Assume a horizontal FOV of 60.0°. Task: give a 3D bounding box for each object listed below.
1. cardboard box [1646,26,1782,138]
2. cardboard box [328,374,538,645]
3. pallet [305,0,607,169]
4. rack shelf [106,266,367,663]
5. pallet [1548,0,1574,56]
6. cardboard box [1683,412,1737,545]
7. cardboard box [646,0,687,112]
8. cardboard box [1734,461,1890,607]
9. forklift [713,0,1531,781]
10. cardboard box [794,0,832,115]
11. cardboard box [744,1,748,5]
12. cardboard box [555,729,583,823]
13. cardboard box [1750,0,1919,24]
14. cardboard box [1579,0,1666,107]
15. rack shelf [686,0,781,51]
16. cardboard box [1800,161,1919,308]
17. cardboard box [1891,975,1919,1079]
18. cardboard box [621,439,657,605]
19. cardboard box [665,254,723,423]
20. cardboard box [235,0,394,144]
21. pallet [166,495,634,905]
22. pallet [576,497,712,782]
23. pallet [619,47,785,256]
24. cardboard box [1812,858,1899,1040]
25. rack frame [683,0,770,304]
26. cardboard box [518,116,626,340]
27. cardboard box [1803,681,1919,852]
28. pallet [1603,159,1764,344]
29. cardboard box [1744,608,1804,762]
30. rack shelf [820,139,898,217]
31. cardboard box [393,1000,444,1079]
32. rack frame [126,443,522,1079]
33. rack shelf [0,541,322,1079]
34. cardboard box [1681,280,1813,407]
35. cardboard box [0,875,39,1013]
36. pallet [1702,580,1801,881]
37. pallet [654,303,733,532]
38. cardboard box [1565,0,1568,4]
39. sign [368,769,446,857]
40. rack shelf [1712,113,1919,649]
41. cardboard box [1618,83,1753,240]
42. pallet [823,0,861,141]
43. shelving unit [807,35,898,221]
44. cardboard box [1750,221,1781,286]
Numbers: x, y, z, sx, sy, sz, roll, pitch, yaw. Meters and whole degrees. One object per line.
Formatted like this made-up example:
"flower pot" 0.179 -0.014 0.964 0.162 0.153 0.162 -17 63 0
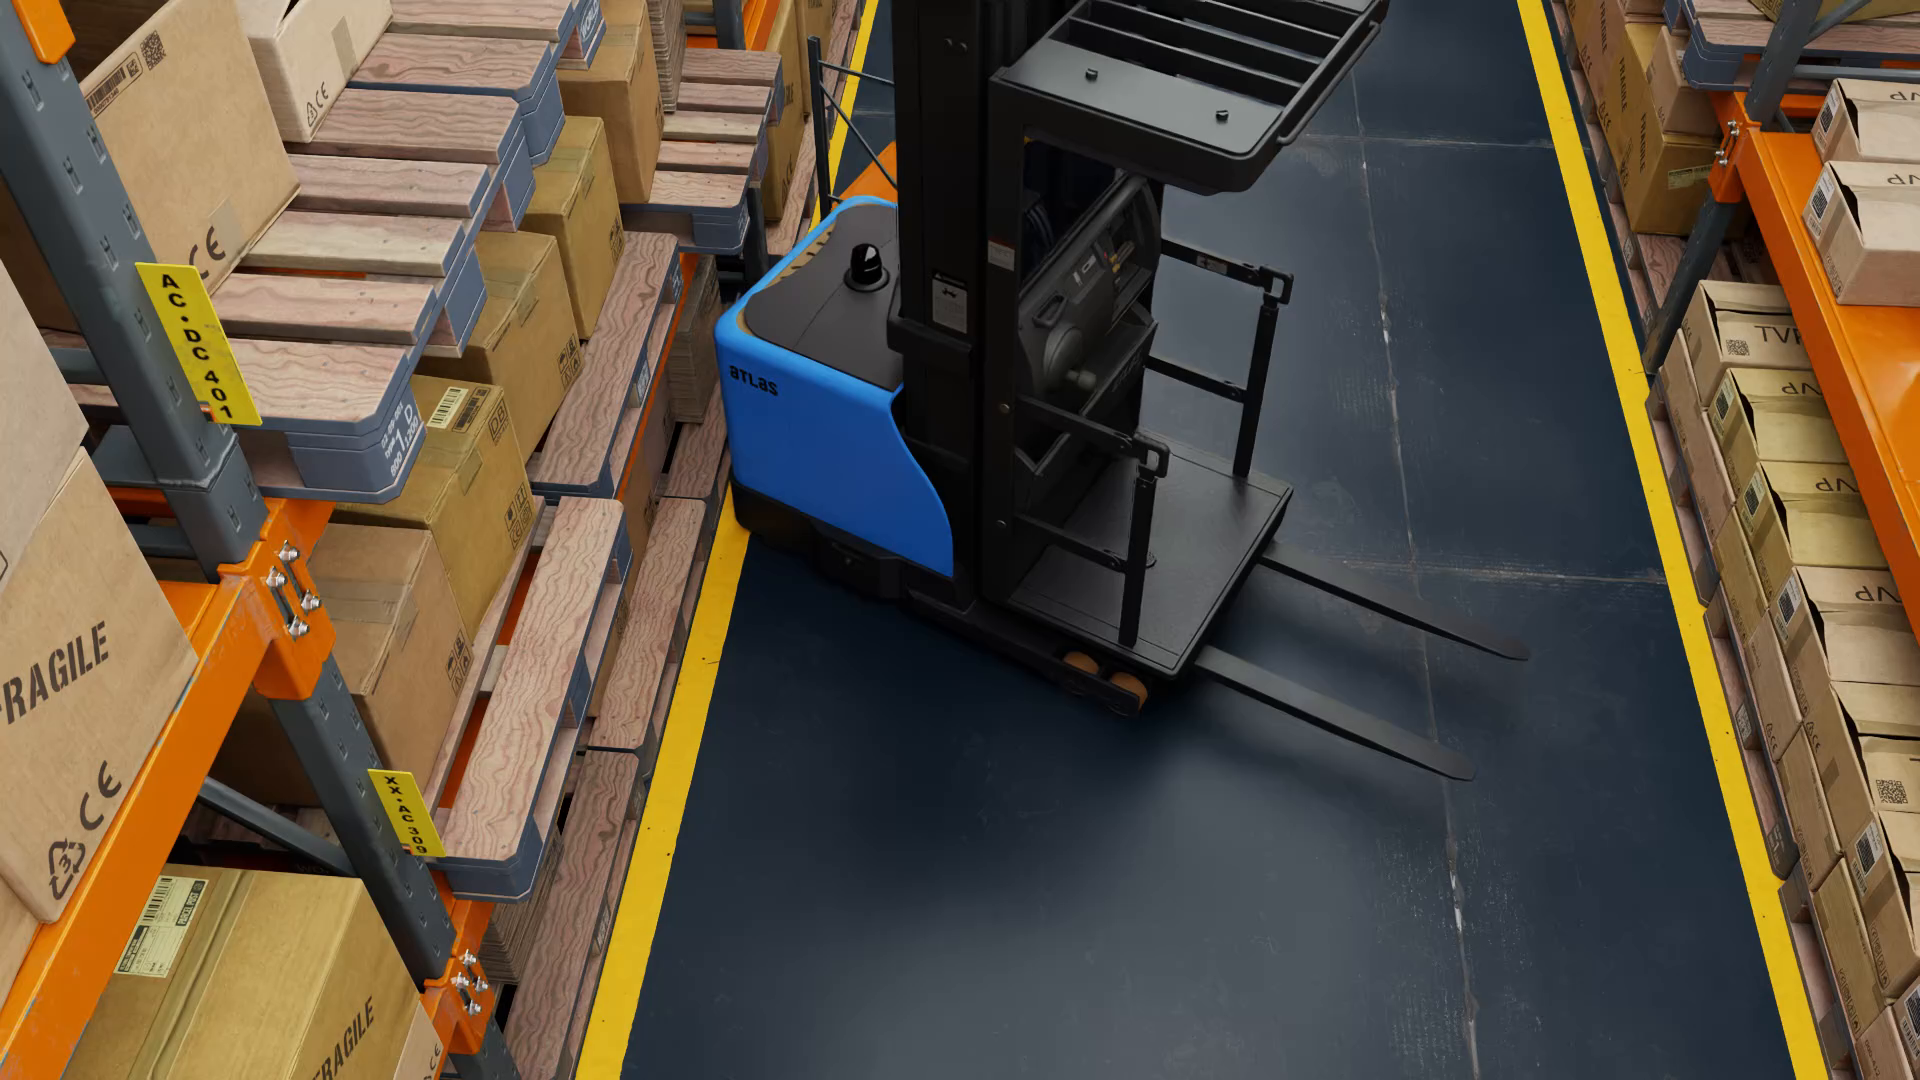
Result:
"cardboard box" 3.416 -2.058 7.487 0.500 0.250 0.500 6 48 5
"cardboard box" -1.596 -0.110 4.452 0.700 0.500 0.500 8 48 8
"pallet" -1.481 -1.304 4.004 1.213 0.211 1.003 4 48 4
"rack shelf" -1.553 -1.385 4.439 1.077 0.370 4.000 4 48 4
"pallet" 3.891 -3.153 9.491 1.003 0.211 1.213 4 48 4
"cardboard box" 3.178 -0.234 6.510 0.500 0.250 0.500 3 48 2
"cardboard box" -1.403 -1.922 6.109 0.700 0.500 0.500 -1 48 -1
"cardboard box" 3.135 -0.032 5.945 0.500 0.311 0.500 3 48 2
"forklift" 0.618 -0.792 5.488 3.031 2.935 1.130 23 52 20
"cardboard box" -1.086 -2.677 8.338 0.750 0.750 0.750 4 48 3
"cardboard box" -1.078 -2.418 7.086 0.380 0.149 0.250 4 48 4
"cardboard box" -1.687 0.624 5.542 0.700 0.500 0.500 3 48 3
"cardboard box" 3.508 -2.401 6.561 0.700 0.500 0.500 -11 48 -10
"cardboard box" 3.504 -2.529 8.426 0.500 0.500 0.500 2 48 2
"rack shelf" -1.188 -3.312 8.234 1.077 0.370 4.000 4 48 4
"cardboard box" 3.289 -1.081 5.766 0.500 0.311 0.500 3 48 3
"cardboard box" 2.950 1.464 4.577 0.500 0.311 0.500 4 48 4
"cardboard box" -1.564 -0.120 6.223 0.700 0.500 0.500 4 48 3
"cardboard box" -1.384 -0.858 6.898 0.700 0.500 0.500 4 48 4
"cardboard box" -1.549 -1.119 3.484 0.500 0.311 0.500 5 48 5
"pallet" -1.520 0.367 4.512 1.003 0.211 1.213 4 48 4
"pallet" -1.557 0.324 6.311 1.003 0.211 1.213 4 48 4
"pallet" -1.329 -1.490 6.210 1.213 0.211 1.003 4 48 4
"cardboard box" 2.996 1.275 5.130 0.500 0.250 0.500 3 48 3
"rack frame" -1.370 -2.086 6.625 1.000 3.000 0.127 4 48 4
"cardboard box" -1.495 -1.005 5.270 0.700 0.500 0.500 4 48 4
"cardboard box" 3.039 0.715 5.262 0.500 0.311 0.500 4 48 3
"pallet" 3.669 -1.360 7.851 1.003 0.211 1.213 4 48 4
"cardboard box" 3.090 0.525 5.816 0.500 0.250 0.500 5 48 4
"rack shelf" -0.135 -1.593 7.435 0.538 0.185 1.000 21 51 18
"cardboard box" -1.476 1.266 3.647 0.500 0.250 0.500 4 48 4
"rack frame" -1.735 0.854 3.936 1.000 3.000 0.127 4 48 4
"rack shelf" -1.917 1.554 1.751 1.077 0.370 4.000 4 48 4
"cardboard box" 3.223 -0.793 6.641 0.500 0.311 0.500 5 48 5
"cardboard box" -1.593 0.559 2.091 0.500 0.500 0.500 0 48 0
"pallet" 3.336 0.682 5.983 1.003 0.211 1.213 4 48 4
"pallet" -1.443 -0.570 7.129 1.003 0.211 1.213 4 48 4
"cardboard box" 3.603 -3.268 9.102 0.500 0.500 0.500 4 48 4
"sign" -1.194 0.592 3.589 0.100 0.325 0.005 4 48 4
"rack shelf" 3.381 -0.043 5.244 1.077 0.370 4.000 4 48 4
"cardboard box" 3.415 -1.763 7.726 0.500 0.500 0.500 6 48 5
"pallet" -1.110 -2.613 8.997 1.003 0.211 1.213 4 48 4
"shelving unit" -0.131 -1.721 7.307 0.587 1.500 1.083 21 51 18
"cardboard box" 3.889 -1.375 7.371 0.500 0.500 0.500 6 48 5
